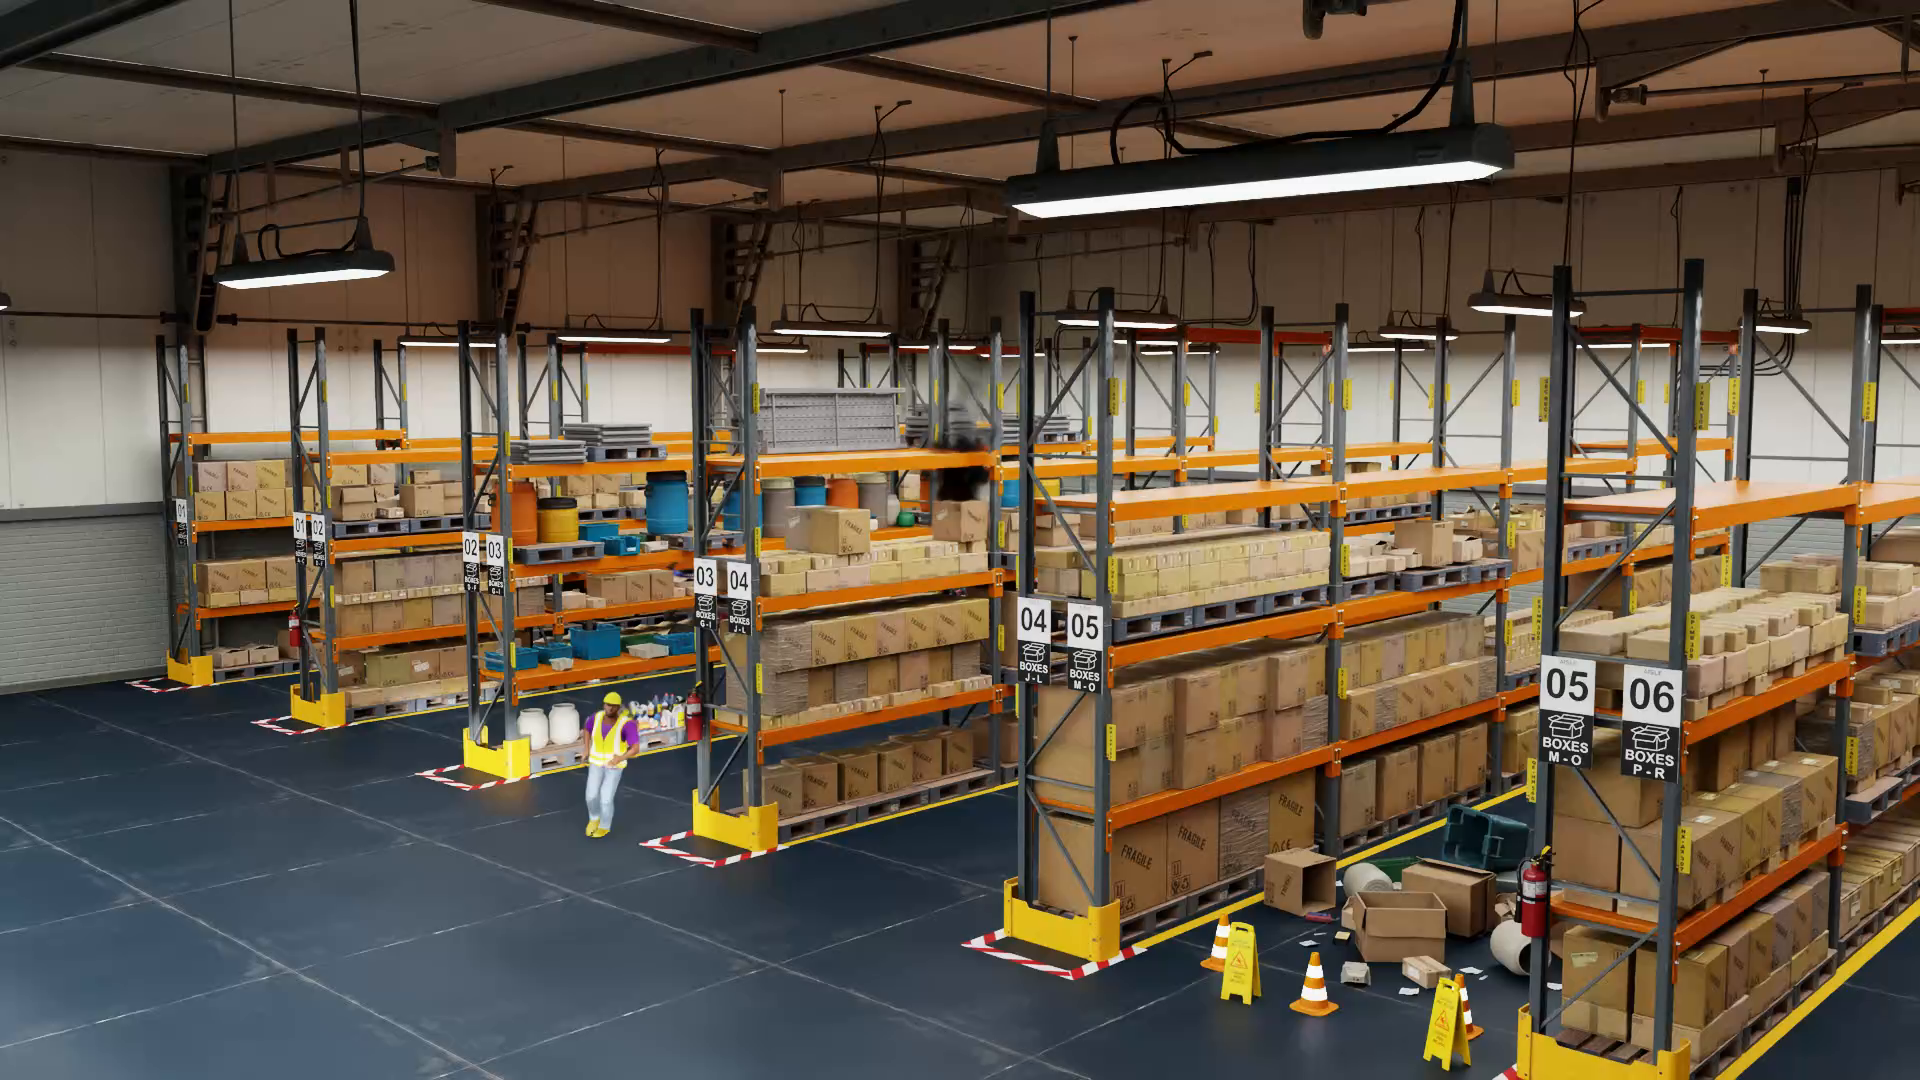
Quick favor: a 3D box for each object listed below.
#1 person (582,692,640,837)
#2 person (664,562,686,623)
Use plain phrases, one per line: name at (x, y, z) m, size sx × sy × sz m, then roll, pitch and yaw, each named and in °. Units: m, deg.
person at (-3.972, 2.556, 18.834) m, size 0.704 × 1.693 × 0.656 m, roll 0°, pitch 5°, yaw 3°
person at (-5.818, 1.185, 33.247) m, size 0.575 × 1.657 × 0.870 m, roll 4°, pitch 7°, yaw 35°
